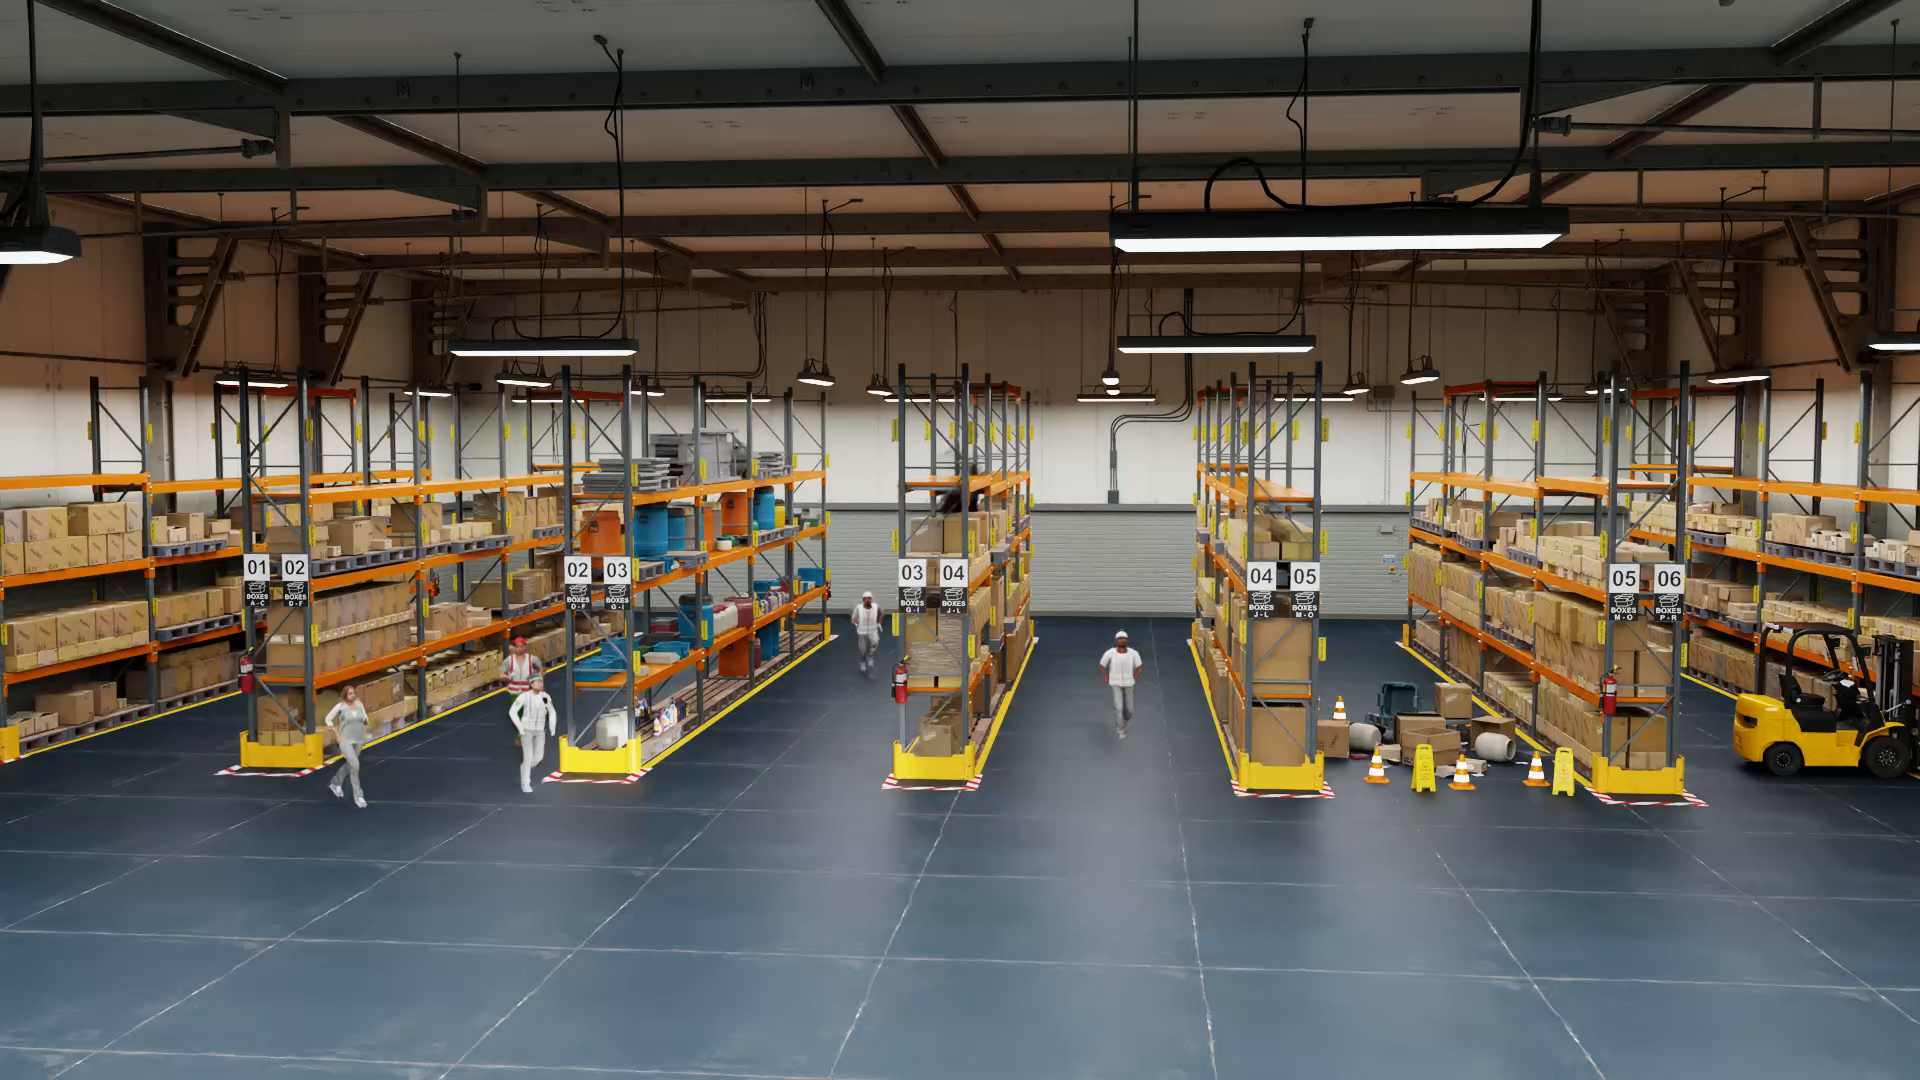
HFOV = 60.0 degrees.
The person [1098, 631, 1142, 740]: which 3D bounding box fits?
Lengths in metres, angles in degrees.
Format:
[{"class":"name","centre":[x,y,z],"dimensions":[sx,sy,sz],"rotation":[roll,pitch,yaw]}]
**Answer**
[{"class":"person","centre":[2.600,2.332,26.845],"dimensions":[0.707,1.720,0.753],"rotation":[0,4,-2]}]

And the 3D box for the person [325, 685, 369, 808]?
[{"class":"person","centre":[-8.233,2.759,22.460],"dimensions":[0.795,1.624,0.520],"rotation":[3,4,34]}]

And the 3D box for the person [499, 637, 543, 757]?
[{"class":"person","centre":[-6.857,2.415,25.992],"dimensions":[0.656,1.808,0.927],"rotation":[-1,4,-9]}]

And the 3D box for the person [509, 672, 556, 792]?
[{"class":"person","centre":[-6.016,2.688,23.447],"dimensions":[0.679,1.652,0.507],"rotation":[-3,4,-34]}]

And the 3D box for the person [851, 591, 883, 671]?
[{"class":"person","centre":[-1.900,1.883,34.067],"dimensions":[0.663,1.695,0.976],"rotation":[0,4,-7]}]
